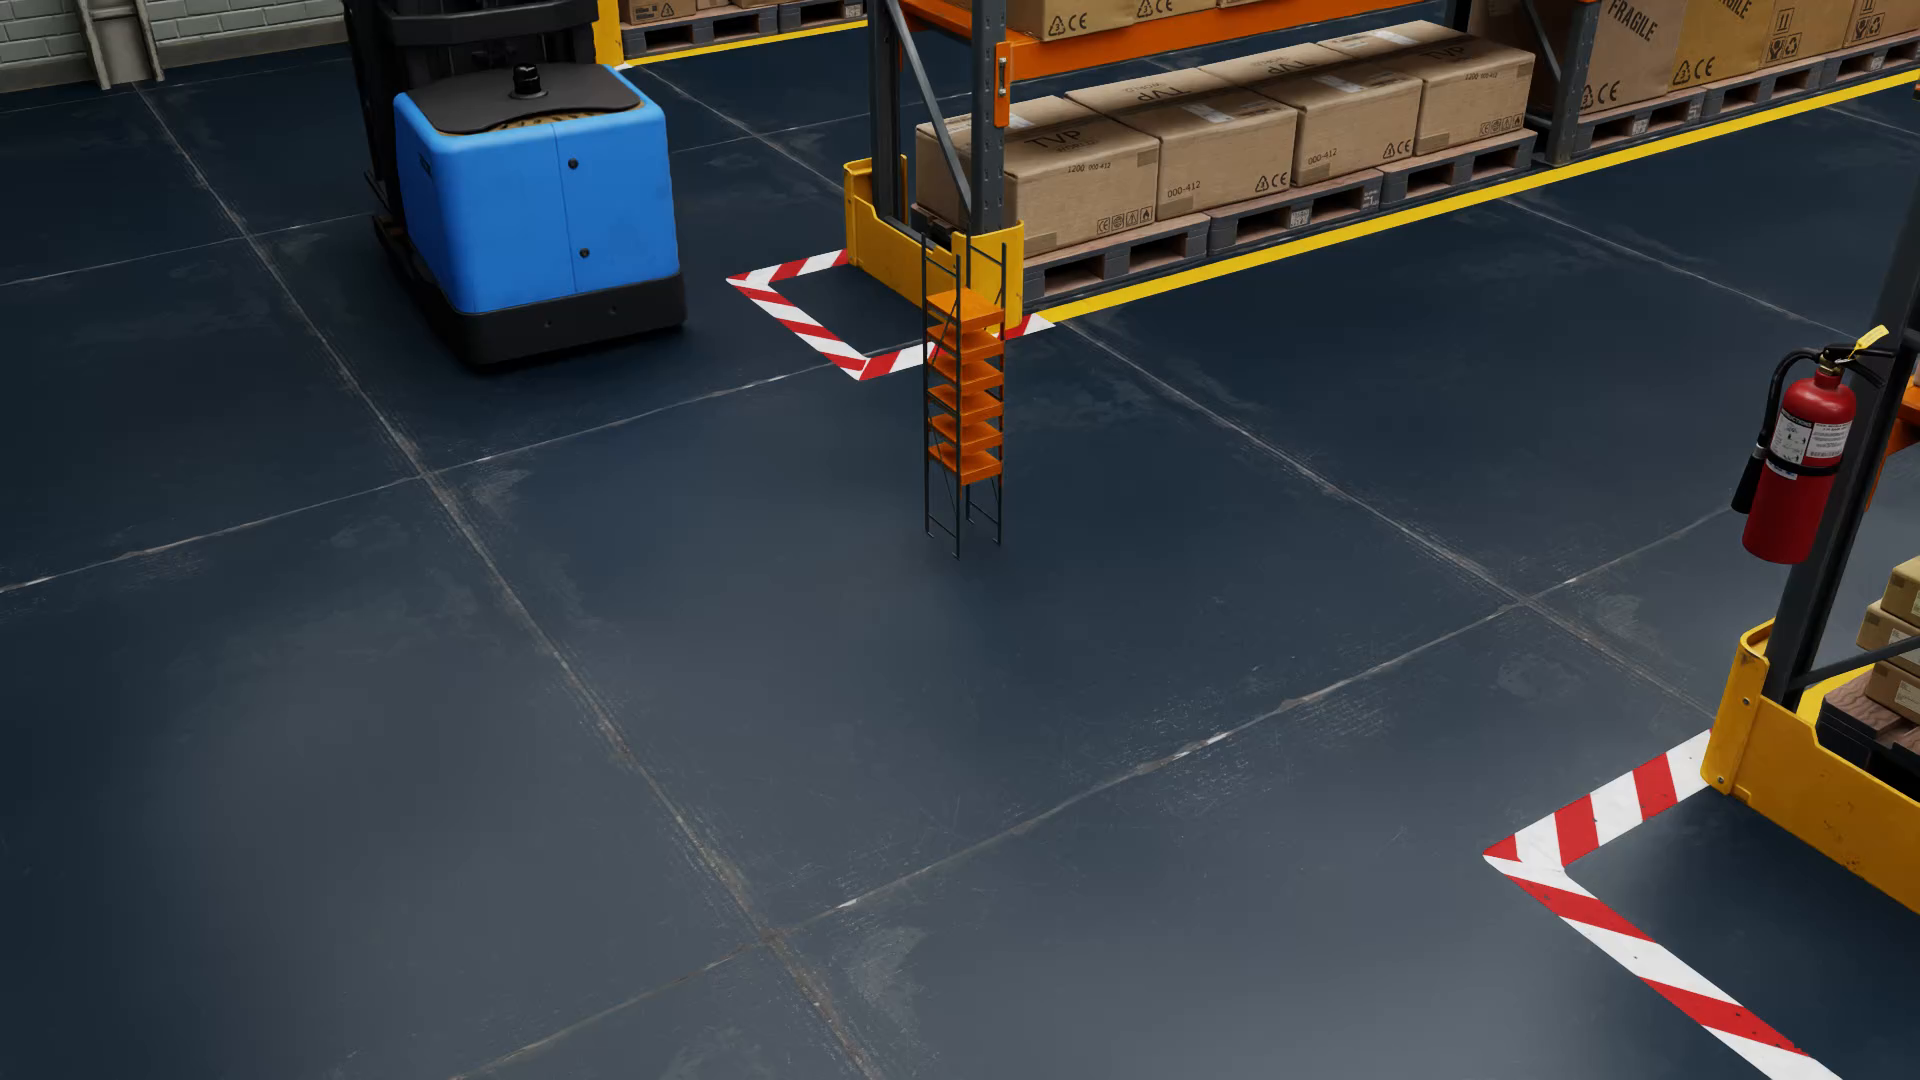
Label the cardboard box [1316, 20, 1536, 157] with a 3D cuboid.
[{"bbox_3d":[2.654,-2.626,9.609,0.875,0.438,0.875,-20,37,-28],"label":"cardboard box"}]

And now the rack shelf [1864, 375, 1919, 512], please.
[{"bbox_3d":[4.326,-0.592,5.052,4.000,0.370,1.077,-19,37,-27],"label":"rack shelf"}]

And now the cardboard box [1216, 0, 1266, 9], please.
[{"bbox_3d":[1.285,-2.859,7.877,0.500,0.500,0.500,-19,37,-28],"label":"cardboard box"}]

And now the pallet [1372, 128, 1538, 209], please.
[{"bbox_3d":[2.559,-2.301,9.700,1.213,0.211,1.003,-19,37,-27],"label":"pallet"}]

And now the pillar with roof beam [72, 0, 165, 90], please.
[{"bbox_3d":[-3.236,-4.965,5.687,0.400,9.000,9.100,-19,37,-27],"label":"pillar with roof beam"}]

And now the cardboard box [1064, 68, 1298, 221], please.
[{"bbox_3d":[1.143,-2.107,8.786,0.875,0.438,0.875,-18,36,-26],"label":"cardboard box"}]

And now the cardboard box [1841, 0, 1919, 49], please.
[{"bbox_3d":[5.977,-3.938,11.279,0.875,0.875,0.875,-19,37,-28],"label":"cardboard box"}]

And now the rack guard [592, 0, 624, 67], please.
[{"bbox_3d":[-2.750,-3.698,11.644,0.348,0.500,1.175,-19,37,-27],"label":"rack guard"}]

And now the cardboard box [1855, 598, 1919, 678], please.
[{"bbox_3d":[2.934,0.303,4.957,0.250,0.149,0.380,-20,37,-29],"label":"cardboard box"}]

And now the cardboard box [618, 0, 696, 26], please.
[{"bbox_3d":[-2.249,-3.990,11.710,0.637,0.503,0.797,-21,38,-29],"label":"cardboard box"}]

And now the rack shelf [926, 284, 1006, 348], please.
[{"bbox_3d":[0.012,-0.779,5.768,0.180,0.103,0.258,-19,37,-27],"label":"rack shelf"}]

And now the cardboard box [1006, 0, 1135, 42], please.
[{"bbox_3d":[0.437,-2.561,7.405,0.500,0.500,0.500,-19,37,-28],"label":"cardboard box"}]

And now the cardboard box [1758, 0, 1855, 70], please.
[{"bbox_3d":[5.225,-3.682,10.873,0.875,0.875,0.875,-19,37,-27],"label":"cardboard box"}]

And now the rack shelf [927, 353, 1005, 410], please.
[{"bbox_3d":[0.012,-0.576,5.896,0.180,0.103,0.258,-19,37,-27],"label":"rack shelf"}]

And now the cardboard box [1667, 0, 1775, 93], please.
[{"bbox_3d":[4.473,-3.424,10.464,0.875,0.875,0.875,-18,36,-26],"label":"cardboard box"}]

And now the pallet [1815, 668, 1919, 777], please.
[{"bbox_3d":[3.411,0.620,5.069,1.213,0.211,1.003,-19,37,-27],"label":"pallet"}]

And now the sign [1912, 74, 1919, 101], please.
[{"bbox_3d":[2.361,-1.196,3.954,0.005,0.325,0.100,-19,37,-27],"label":"sign"}]

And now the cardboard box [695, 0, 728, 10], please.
[{"bbox_3d":[-1.871,-3.945,11.971,0.250,0.149,0.380,-21,38,-29],"label":"cardboard box"}]

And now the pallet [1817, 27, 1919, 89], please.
[{"bbox_3d":[5.899,-3.448,11.518,1.213,0.211,1.003,-19,37,-27],"label":"pallet"}]

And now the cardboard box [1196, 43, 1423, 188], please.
[{"bbox_3d":[1.902,-2.367,9.198,0.875,0.438,0.875,-20,37,-29],"label":"cardboard box"}]

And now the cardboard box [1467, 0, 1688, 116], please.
[{"bbox_3d":[3.718,-3.159,10.045,0.875,0.875,0.875,-18,36,-26],"label":"cardboard box"}]

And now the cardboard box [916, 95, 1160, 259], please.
[{"bbox_3d":[0.379,-1.839,8.361,0.875,0.438,0.875,-20,38,-29],"label":"cardboard box"}]

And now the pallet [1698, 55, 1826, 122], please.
[{"bbox_3d":[4.874,-3.097,10.962,1.213,0.211,1.003,-19,37,-27],"label":"pallet"}]

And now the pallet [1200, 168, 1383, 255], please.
[{"bbox_3d":[1.532,-1.946,9.137,1.213,0.211,1.003,-19,37,-27],"label":"pallet"}]

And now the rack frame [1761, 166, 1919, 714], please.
[{"bbox_3d":[2.645,-0.318,3.943,0.127,3.000,1.000,-19,37,-27],"label":"rack frame"}]

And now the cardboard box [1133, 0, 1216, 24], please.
[{"bbox_3d":[0.847,-2.720,7.657,0.500,0.500,0.500,-20,37,-28],"label":"cardboard box"}]

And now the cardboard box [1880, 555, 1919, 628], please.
[{"bbox_3d":[2.953,0.191,4.856,0.250,0.149,0.380,-19,37,-27],"label":"cardboard box"}]

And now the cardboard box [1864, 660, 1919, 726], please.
[{"bbox_3d":[2.975,0.464,4.981,0.250,0.149,0.380,-18,37,-26],"label":"cardboard box"}]

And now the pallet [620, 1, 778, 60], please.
[{"bbox_3d":[-2.081,-3.807,12.088,1.213,0.211,1.003,-19,37,-27],"label":"pallet"}]

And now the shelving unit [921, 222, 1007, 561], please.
[{"bbox_3d":[0.012,-0.512,5.937,0.189,1.200,0.258,-19,37,-27],"label":"shelving unit"}]

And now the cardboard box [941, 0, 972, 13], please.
[{"bbox_3d":[0.140,-2.809,7.798,0.500,0.500,0.500,-19,37,-27],"label":"cardboard box"}]

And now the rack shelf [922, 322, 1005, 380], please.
[{"bbox_3d":[0.012,-0.677,5.832,0.180,0.103,0.258,-19,37,-27],"label":"rack shelf"}]

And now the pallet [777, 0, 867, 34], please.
[{"bbox_3d":[-1.056,-4.158,12.643,1.213,0.211,1.003,-19,37,-27],"label":"pallet"}]

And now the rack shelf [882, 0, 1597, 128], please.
[{"bbox_3d":[1.559,-2.783,8.524,4.000,0.370,1.077,-19,37,-27],"label":"rack shelf"}]

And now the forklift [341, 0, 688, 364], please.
[{"bbox_3d":[-2.403,-2.778,7.907,1.130,2.935,3.031,-16,35,-23],"label":"forklift"}]

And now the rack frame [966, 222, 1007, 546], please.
[{"bbox_3d":[0.089,-0.538,5.978,0.006,1.200,0.240,-19,37,-27],"label":"rack frame"}]

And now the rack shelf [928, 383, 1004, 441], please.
[{"bbox_3d":[0.012,-0.474,5.960,0.180,0.103,0.258,-19,37,-27],"label":"rack shelf"}]

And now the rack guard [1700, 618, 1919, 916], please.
[{"bbox_3d":[2.709,0.717,4.645,0.348,0.500,1.175,-19,37,-27],"label":"rack guard"}]

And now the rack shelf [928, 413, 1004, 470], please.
[{"bbox_3d":[0.012,-0.373,6.024,0.180,0.103,0.258,-19,37,-27],"label":"rack shelf"}]

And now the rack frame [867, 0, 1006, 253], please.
[{"bbox_3d":[-0.122,-2.509,7.416,0.127,3.000,1.000,-19,37,-27],"label":"rack frame"}]

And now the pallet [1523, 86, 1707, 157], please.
[{"bbox_3d":[3.848,-2.743,10.400,1.213,0.211,1.003,-19,37,-27],"label":"pallet"}]

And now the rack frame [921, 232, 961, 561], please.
[{"bbox_3d":[-0.065,-0.485,5.895,0.006,1.200,0.240,-19,37,-27],"label":"rack frame"}]

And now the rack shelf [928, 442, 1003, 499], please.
[{"bbox_3d":[0.012,-0.271,6.088,0.180,0.103,0.258,-19,37,-27],"label":"rack shelf"}]

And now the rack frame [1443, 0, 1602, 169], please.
[{"bbox_3d":[3.240,-3.665,9.249,0.127,3.000,1.000,-19,37,-27],"label":"rack frame"}]

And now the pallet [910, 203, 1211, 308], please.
[{"bbox_3d":[0.508,-1.596,8.582,1.213,0.211,1.003,-19,37,-27],"label":"pallet"}]

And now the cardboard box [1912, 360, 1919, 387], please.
[{"bbox_3d":[2.766,-0.433,4.361,0.250,0.149,0.380,-19,37,-27],"label":"cardboard box"}]

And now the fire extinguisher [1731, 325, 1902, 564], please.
[{"bbox_3d":[2.183,-0.262,4.276,0.183,0.674,0.296,-19,37,-27],"label":"fire extinguisher"}]

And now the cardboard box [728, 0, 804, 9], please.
[{"bbox_3d":[-1.509,-4.218,12.075,0.500,0.500,0.700,-17,36,-25],"label":"cardboard box"}]

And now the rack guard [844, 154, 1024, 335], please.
[{"bbox_3d":[-0.142,-1.445,8.072,0.348,0.500,1.175,-19,37,-27],"label":"rack guard"}]
